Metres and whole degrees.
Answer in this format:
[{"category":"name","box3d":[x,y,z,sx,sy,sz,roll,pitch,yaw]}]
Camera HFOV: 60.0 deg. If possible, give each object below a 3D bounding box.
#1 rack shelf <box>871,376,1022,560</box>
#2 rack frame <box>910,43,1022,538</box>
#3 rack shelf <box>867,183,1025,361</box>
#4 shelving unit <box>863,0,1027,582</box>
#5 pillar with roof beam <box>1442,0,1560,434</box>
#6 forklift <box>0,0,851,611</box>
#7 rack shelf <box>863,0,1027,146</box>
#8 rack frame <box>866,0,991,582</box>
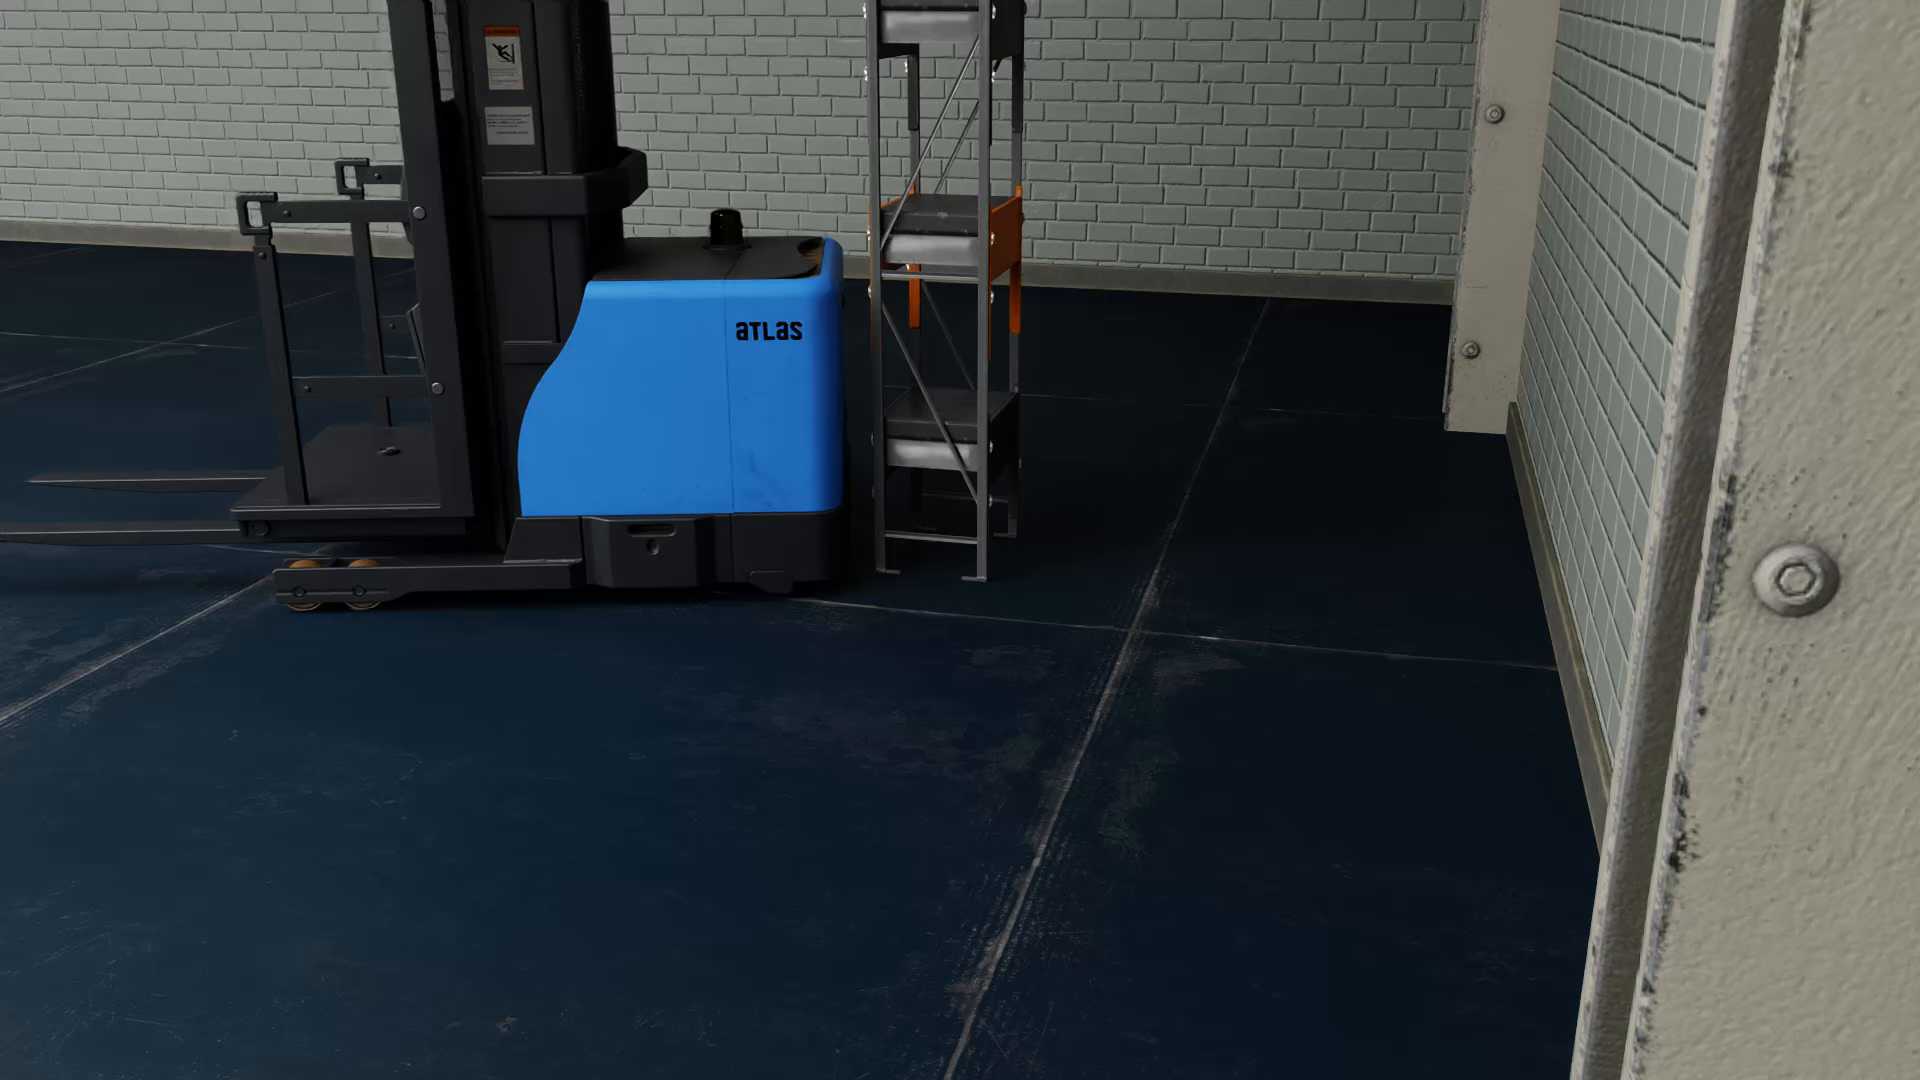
[{"category":"rack shelf","box3d":[-0.040,-0.266,5.927,0.431,0.518,0.480,5,19,13]},{"category":"rack frame","box3d":[0.019,-1.018,5.920,0.400,2.100,0.015,5,19,13]},{"category":"rack shelf","box3d":[-0.040,-0.929,5.701,0.431,0.518,0.480,5,19,13]},{"category":"shelving unit","box3d":[-0.040,-0.942,5.696,0.431,2.100,0.503,5,19,13]},{"category":"pillar with roof beam","box3d":[-1.743,-5.154,7.355,9.100,9.000,0.400,5,19,13]},{"category":"forklift","box3d":[-1.914,-1.327,5.538,3.031,2.935,1.130,-1,19,-3]},{"category":"rack shelf","box3d":[-0.040,-1.591,5.474,0.431,0.518,0.480,5,19,13]},{"category":"rack frame","box3d":[-0.100,-0.865,5.472,0.400,2.100,0.015,5,19,13]}]
